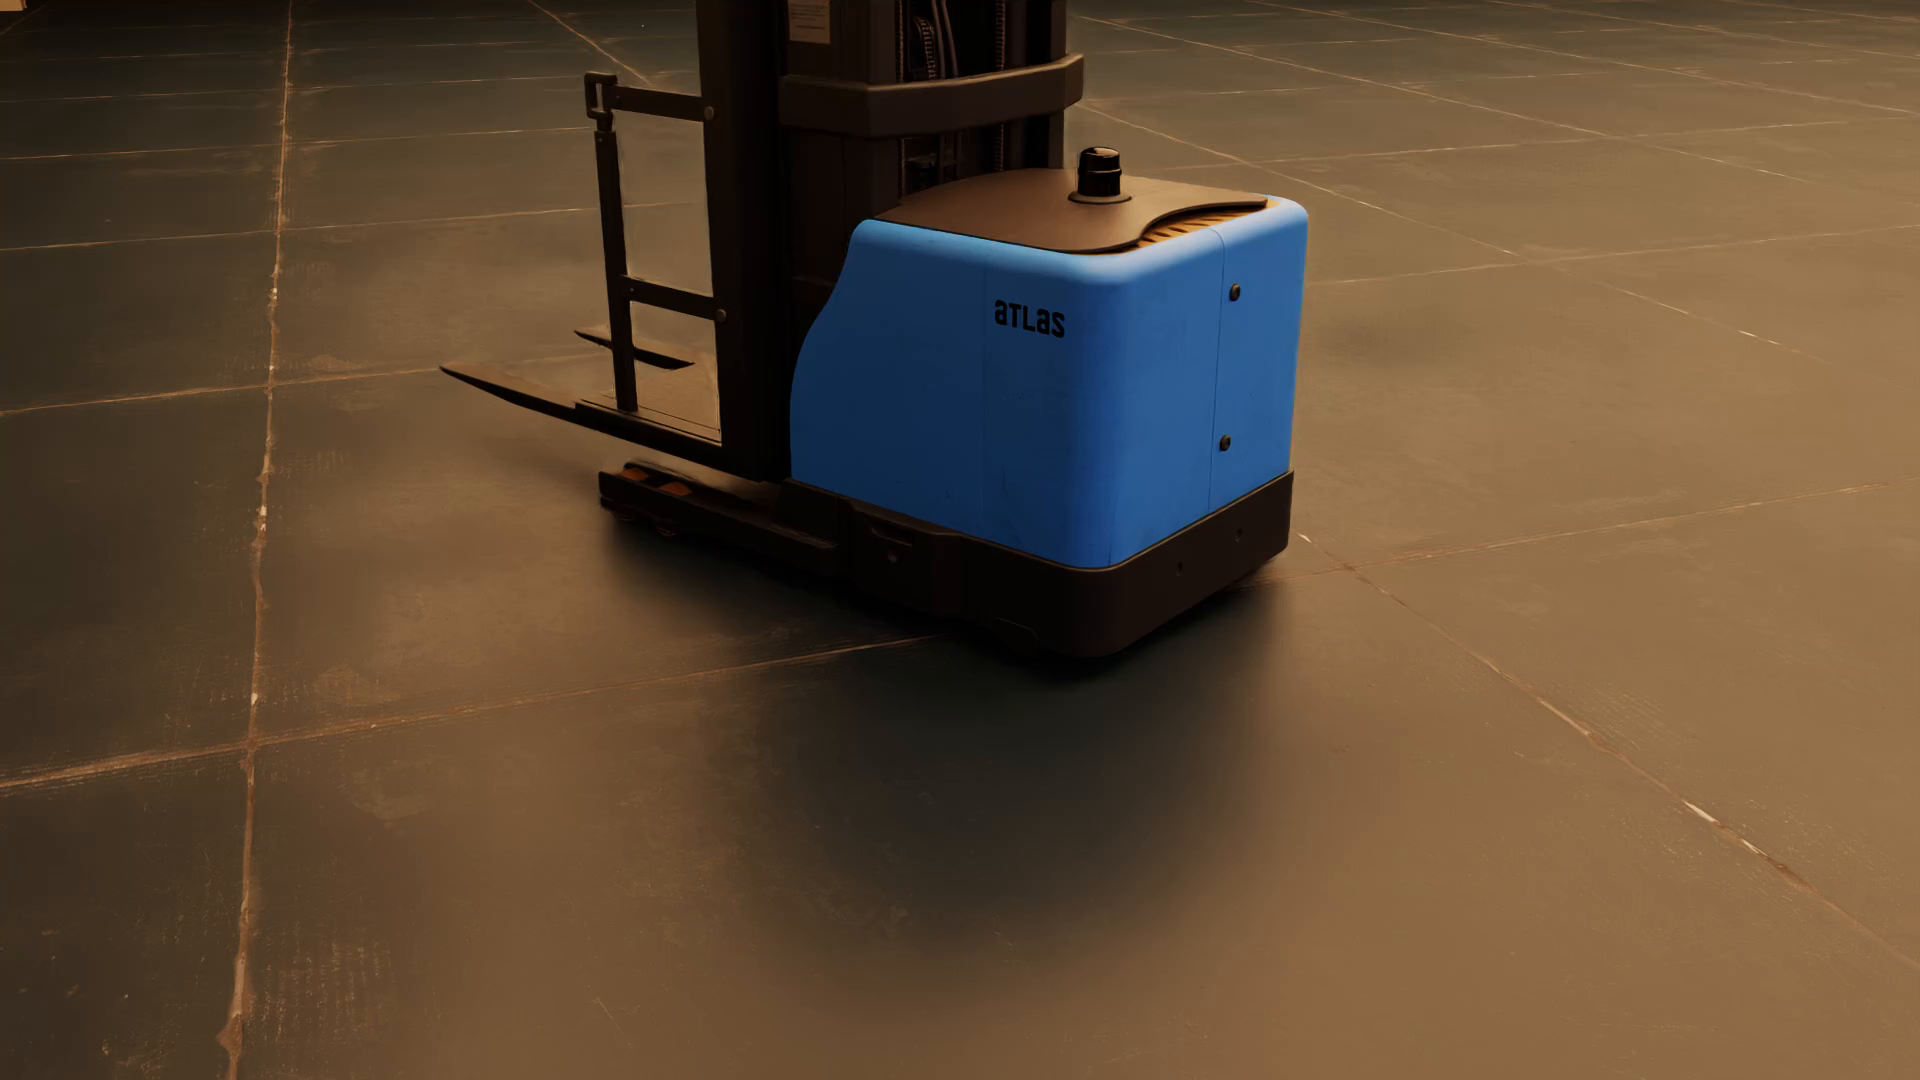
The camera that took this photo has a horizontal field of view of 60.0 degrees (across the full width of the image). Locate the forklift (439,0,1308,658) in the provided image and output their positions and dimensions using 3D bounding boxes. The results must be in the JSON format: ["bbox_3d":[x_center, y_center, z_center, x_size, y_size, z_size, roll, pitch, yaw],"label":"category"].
[{"bbox_3d":[-0.500,-1.501,4.867,3.031,2.935,1.130,18,29,36],"label":"forklift"}]
